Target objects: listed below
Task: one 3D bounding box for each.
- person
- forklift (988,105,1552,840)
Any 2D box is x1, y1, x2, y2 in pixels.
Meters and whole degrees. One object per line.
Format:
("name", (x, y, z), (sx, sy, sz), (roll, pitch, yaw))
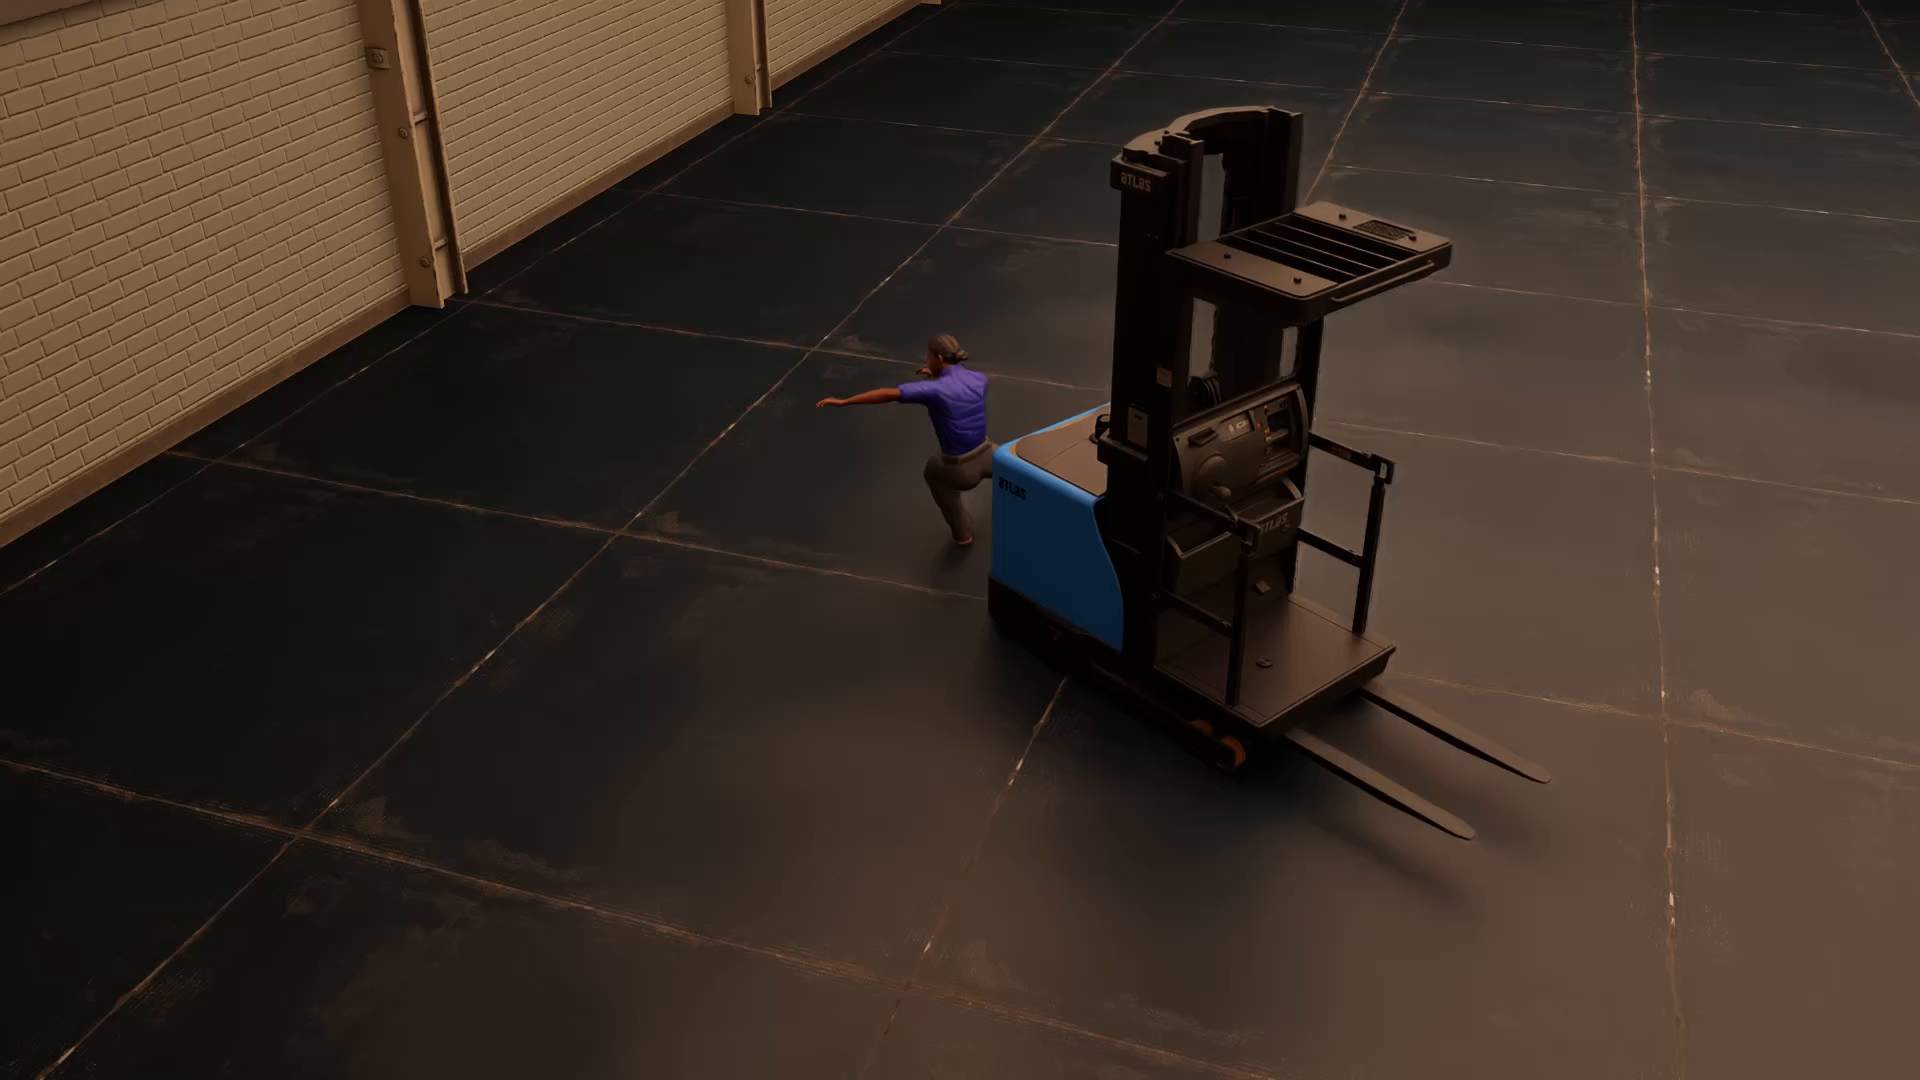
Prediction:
("person", (-0.108, -0.560, 9.706), (1.518, 1.378, 0.756), (-19, 35, -30))
("forklift", (1.502, -0.432, 7.895), (1.130, 2.935, 3.031), (-23, 37, -35))
